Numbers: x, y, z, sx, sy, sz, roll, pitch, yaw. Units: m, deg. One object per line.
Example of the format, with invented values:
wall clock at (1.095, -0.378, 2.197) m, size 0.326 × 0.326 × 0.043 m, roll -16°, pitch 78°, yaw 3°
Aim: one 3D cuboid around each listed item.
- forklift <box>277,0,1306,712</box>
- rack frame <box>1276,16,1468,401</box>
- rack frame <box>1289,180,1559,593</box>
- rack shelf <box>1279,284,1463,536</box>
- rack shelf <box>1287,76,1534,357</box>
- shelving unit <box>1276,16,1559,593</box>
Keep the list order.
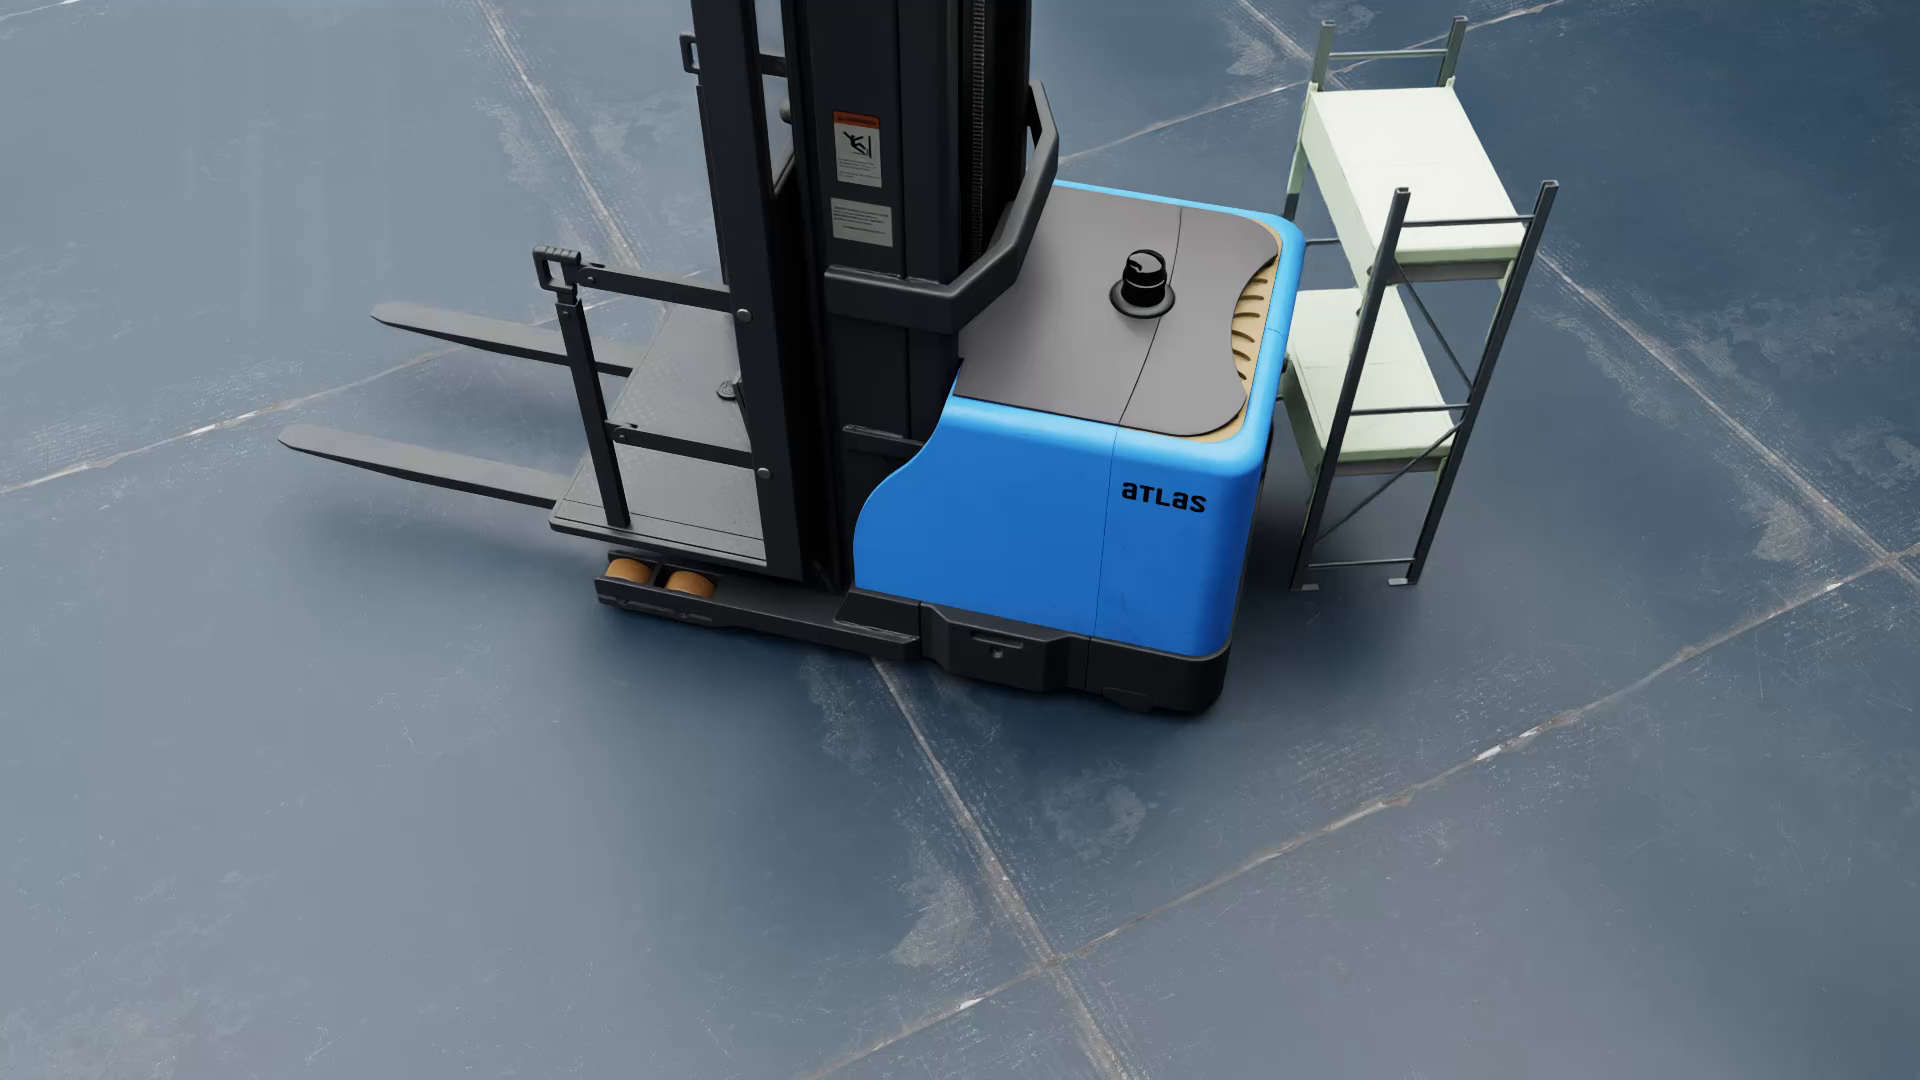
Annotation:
forklift at (-0.603, -1.086, 4.252) m, size 3.031 × 2.935 × 1.130 m, roll 11°, pitch 50°, yaw 10°
rack frame at (1.154, -0.902, 5.036) m, size 0.400 × 1.500 × 0.023 m, roll -3°, pitch 49°, yaw -5°
rack frame at (1.227, -0.354, 4.557) m, size 0.400 × 1.500 × 0.023 m, roll -3°, pitch 49°, yaw -5°
rack shelf at (1.183, -0.413, 5.041) m, size 0.431 × 0.370 × 0.720 m, roll -3°, pitch 49°, yaw -5°
rack shelf at (1.199, -0.886, 4.503) m, size 0.431 × 0.370 × 0.720 m, roll -3°, pitch 49°, yaw -5°
shelving unit at (1.190, -0.628, 4.796) m, size 0.431 × 1.500 × 0.755 m, roll -3°, pitch 49°, yaw -5°
